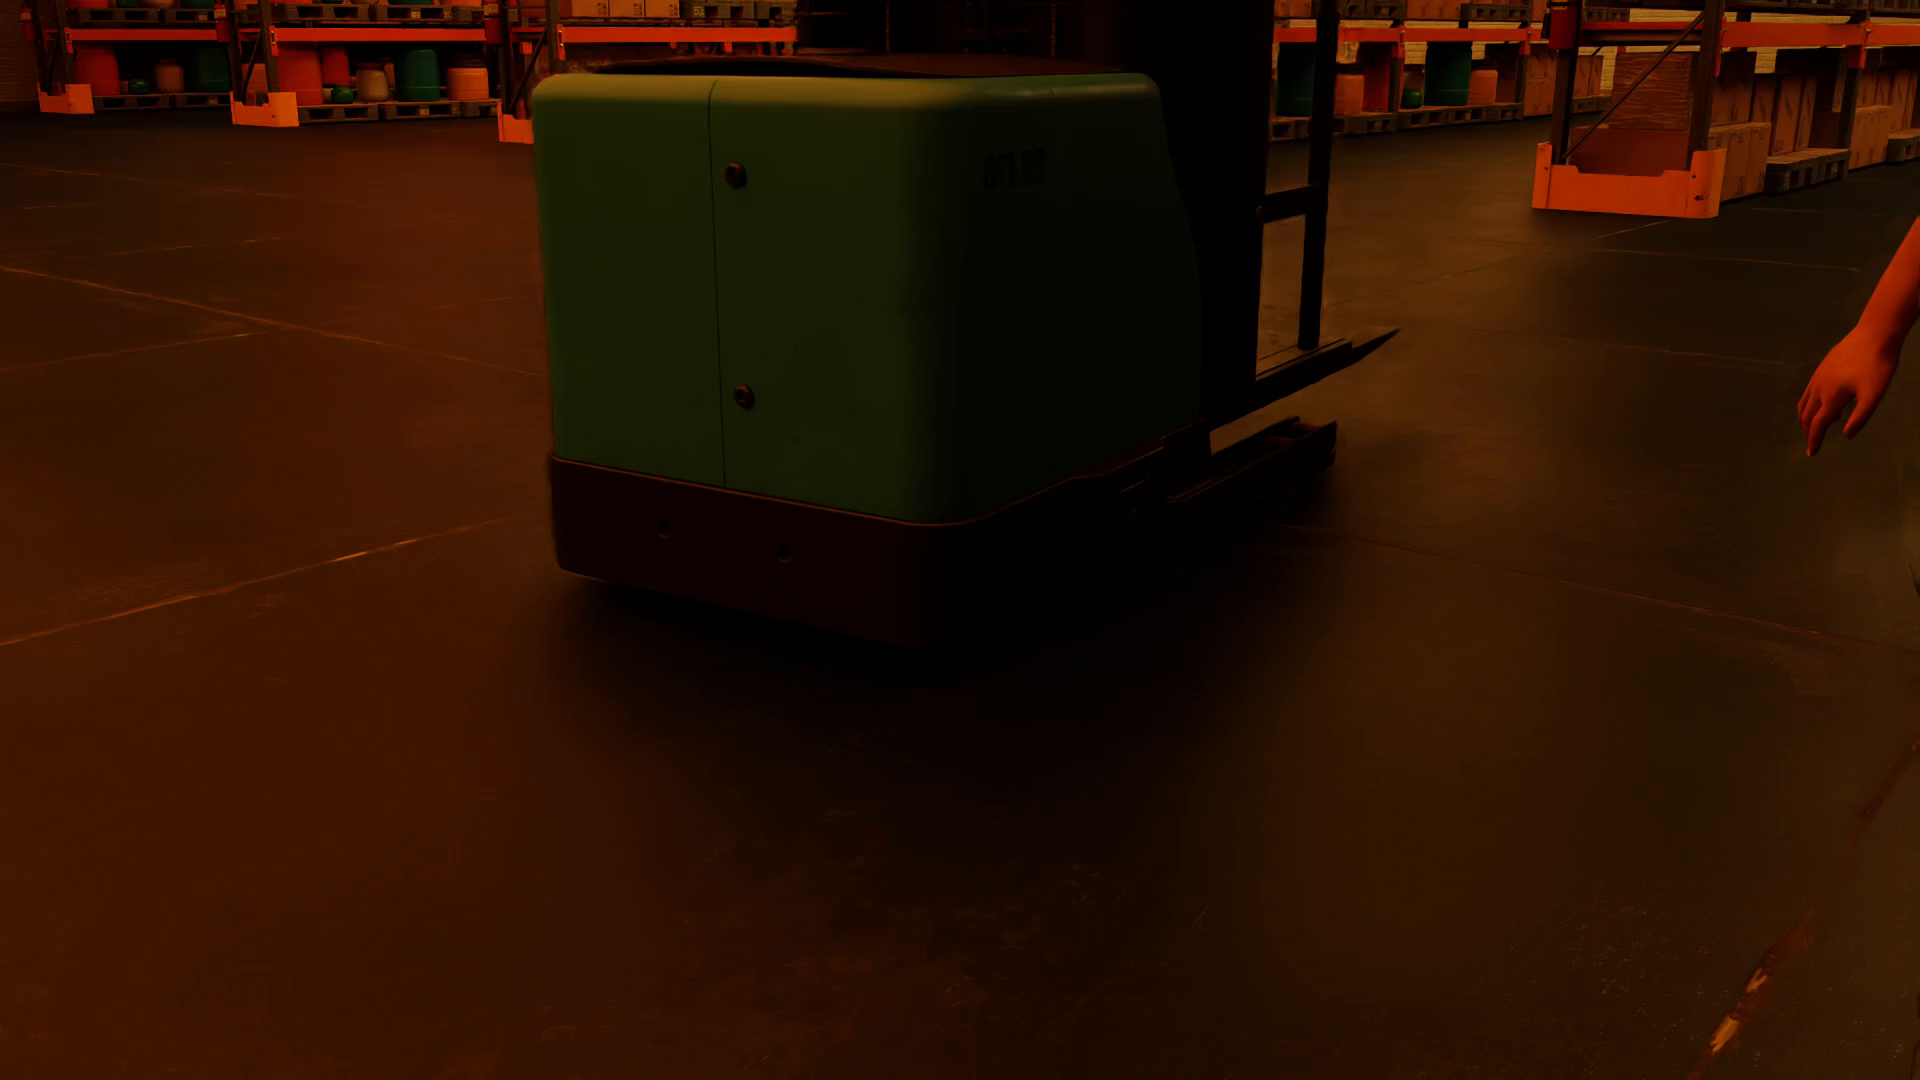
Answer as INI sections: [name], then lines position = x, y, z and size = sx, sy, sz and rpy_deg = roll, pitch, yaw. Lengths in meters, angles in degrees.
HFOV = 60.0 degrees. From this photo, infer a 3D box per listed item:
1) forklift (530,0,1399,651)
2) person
[forklift]
position = 0.354, -1.572, 4.074
size = 1.130, 2.935, 3.031
rpy_deg = 10, 20, 31
[person]
position = 1.140, 0.002, 1.479
size = 0.703, 1.462, 0.729
rpy_deg = 7, 18, 23
